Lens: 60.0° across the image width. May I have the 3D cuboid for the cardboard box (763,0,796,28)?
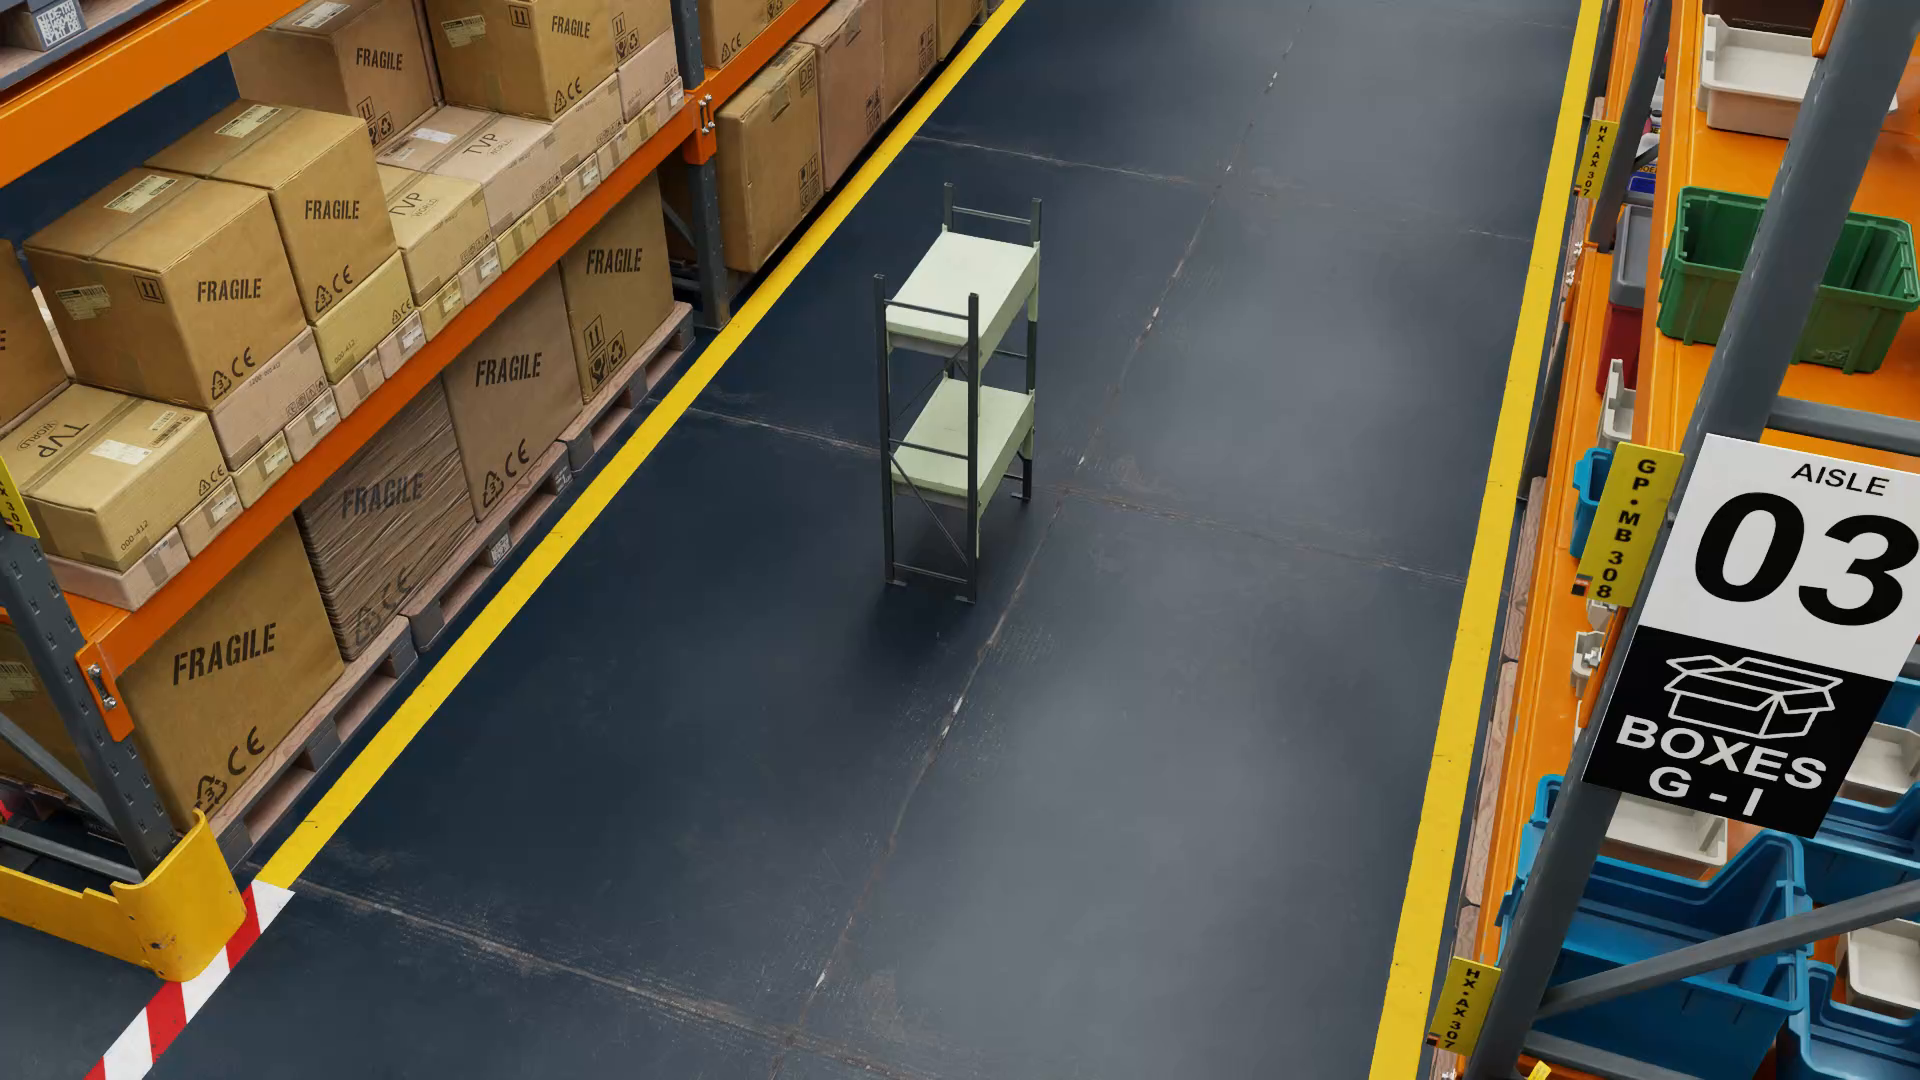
[{"bbox_3d":[-1.107,-2.916,8.280,0.500,0.500,0.500,13,42,15],"label":"cardboard box"}]

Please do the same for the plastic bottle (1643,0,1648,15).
[{"bbox_3d":[3.462,-2.755,8.258,0.061,0.283,0.133,13,42,15],"label":"plastic bottle"}]

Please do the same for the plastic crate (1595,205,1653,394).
[{"bbox_3d":[2.443,-0.805,5.787,0.402,0.464,0.583,13,42,15],"label":"plastic crate"}]

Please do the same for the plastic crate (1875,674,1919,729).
[{"bbox_3d":[2.460,0.353,4.608,0.416,0.233,0.300,13,42,15],"label":"plastic crate"}]

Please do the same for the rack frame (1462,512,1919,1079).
[{"bbox_3d":[1.616,1.193,3.541,1.000,3.000,0.127,13,42,15],"label":"rack frame"}]

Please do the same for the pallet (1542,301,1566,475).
[{"bbox_3d":[3.287,-0.647,7.846,1.003,0.211,1.213,13,42,15],"label":"pallet"}]

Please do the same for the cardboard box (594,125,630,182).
[{"bbox_3d":[-1.643,-1.678,7.100,0.380,0.149,0.250,13,42,14],"label":"cardboard box"}]

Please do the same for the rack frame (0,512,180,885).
[{"bbox_3d":[-3.038,0.094,4.829,1.000,3.000,0.127,13,42,15],"label":"rack frame"}]

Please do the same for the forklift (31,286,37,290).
[{"bbox_3d":[-4.805,-1.248,6.455,1.130,2.935,3.031,13,42,14],"label":"forklift"}]

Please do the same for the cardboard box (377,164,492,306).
[{"bbox_3d":[-2.100,-1.139,6.160,0.500,0.250,0.500,12,42,14],"label":"cardboard box"}]

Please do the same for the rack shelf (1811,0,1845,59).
[{"bbox_3d":[2.300,-1.883,3.387,1.077,0.370,4.000,13,42,15],"label":"rack shelf"}]

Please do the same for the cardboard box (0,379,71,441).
[{"bbox_3d":[-3.122,-0.317,5.197,0.500,0.250,0.500,13,42,14],"label":"cardboard box"}]

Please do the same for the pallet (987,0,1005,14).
[{"bbox_3d":[-0.034,-4.201,12.012,1.003,0.211,1.213,13,42,15],"label":"pallet"}]

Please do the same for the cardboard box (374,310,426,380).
[{"bbox_3d":[-2.170,-0.739,5.999,0.380,0.149,0.250,13,42,15],"label":"cardboard box"}]

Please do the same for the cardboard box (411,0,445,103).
[{"bbox_3d":[-2.250,-2.154,6.772,0.500,0.500,0.500,13,42,15],"label":"cardboard box"}]

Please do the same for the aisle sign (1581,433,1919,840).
[{"bbox_3d":[1.316,0.183,2.722,0.394,0.787,0.004,13,42,15],"label":"aisle sign"}]

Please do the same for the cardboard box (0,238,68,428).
[{"bbox_3d":[-3.119,-0.603,4.955,0.500,0.500,0.500,14,42,16],"label":"cardboard box"}]

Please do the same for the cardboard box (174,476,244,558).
[{"bbox_3d":[-2.521,-0.111,5.263,0.380,0.149,0.250,13,42,14],"label":"cardboard box"}]

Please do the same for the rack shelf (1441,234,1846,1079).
[{"bbox_3d":[2.300,0.247,5.204,1.077,0.370,4.000,13,42,15],"label":"rack shelf"}]

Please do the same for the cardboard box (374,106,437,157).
[{"bbox_3d":[-2.424,-1.554,6.647,0.500,0.250,0.500,14,43,16],"label":"cardboard box"}]

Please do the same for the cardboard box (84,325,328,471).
[{"bbox_3d":[-2.449,-0.514,5.428,0.500,0.250,0.500,13,42,15],"label":"cardboard box"}]

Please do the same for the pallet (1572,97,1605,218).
[{"bbox_3d":[4.121,-2.136,9.591,1.003,0.211,1.213,13,42,15],"label":"pallet"}]

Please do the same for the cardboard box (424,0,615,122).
[{"bbox_3d":[-1.752,-2.043,6.642,0.500,0.500,0.500,14,42,16],"label":"cardboard box"}]

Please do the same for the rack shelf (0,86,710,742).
[{"bbox_3d":[-2.355,-0.853,6.493,1.077,0.370,4.000,13,42,15],"label":"rack shelf"}]

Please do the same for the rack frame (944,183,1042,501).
[{"bbox_3d":[0.127,-0.798,7.030,0.400,1.500,0.023,13,42,15],"label":"rack frame"}]

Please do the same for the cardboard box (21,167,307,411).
[{"bbox_3d":[-2.450,-0.786,5.168,0.500,0.500,0.500,12,42,14],"label":"cardboard box"}]

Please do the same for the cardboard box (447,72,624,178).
[{"bbox_3d":[-1.750,-1.759,6.887,0.500,0.250,0.500,15,43,16],"label":"cardboard box"}]

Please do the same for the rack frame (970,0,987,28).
[{"bbox_3d":[-0.303,-4.786,10.548,1.000,3.000,0.127,13,42,15],"label":"rack frame"}]

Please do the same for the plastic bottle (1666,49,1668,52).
[{"bbox_3d":[3.112,-2.042,7.428,0.152,0.276,0.135,13,42,15],"label":"plastic bottle"}]

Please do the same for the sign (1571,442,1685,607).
[{"bbox_3d":[1.093,-0.021,2.733,0.100,0.325,0.005,13,42,15],"label":"sign"}]

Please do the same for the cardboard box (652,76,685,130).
[{"bbox_3d":[-1.467,-1.992,7.467,0.380,0.149,0.250,14,42,15],"label":"cardboard box"}]

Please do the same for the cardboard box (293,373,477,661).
[{"bbox_3d":[-2.584,-0.221,6.512,0.875,0.875,0.875,13,42,15],"label":"cardboard box"}]

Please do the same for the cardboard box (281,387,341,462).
[{"bbox_3d":[-2.345,-0.427,5.632,0.380,0.149,0.250,13,42,14],"label":"cardboard box"}]

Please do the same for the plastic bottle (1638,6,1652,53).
[{"bbox_3d":[3.274,-2.420,7.865,0.061,0.283,0.133,13,42,15],"label":"plastic bottle"}]

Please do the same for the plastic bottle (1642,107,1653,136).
[{"bbox_3d":[2.851,-1.666,6.981,0.061,0.283,0.133,13,42,15],"label":"plastic bottle"}]

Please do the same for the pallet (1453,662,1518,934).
[{"bbox_3d":[2.353,1.018,5.895,1.003,0.211,1.213,13,42,15],"label":"pallet"}]

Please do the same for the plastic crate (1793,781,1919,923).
[{"bbox_3d":[2.235,0.755,4.137,0.416,0.233,0.300,13,42,15],"label":"plastic crate"}]

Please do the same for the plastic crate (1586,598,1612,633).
[{"bbox_3d":[1.993,0.199,4.862,0.298,0.136,0.250,13,42,15],"label":"plastic crate"}]

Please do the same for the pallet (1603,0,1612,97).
[{"bbox_3d":[4.653,-3.090,10.709,1.003,0.211,1.213,13,42,15],"label":"pallet"}]

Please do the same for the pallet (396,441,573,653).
[{"bbox_3d":[-2.420,-0.092,7.196,1.003,0.211,1.213,13,42,15],"label":"pallet"}]

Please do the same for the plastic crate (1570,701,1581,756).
[{"bbox_3d":[1.837,0.559,4.440,0.396,0.136,0.243,13,42,15],"label":"plastic crate"}]

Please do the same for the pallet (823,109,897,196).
[{"bbox_3d":[-1.062,-2.519,10.040,1.003,0.211,1.213,13,42,15],"label":"pallet"}]

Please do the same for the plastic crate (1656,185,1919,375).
[{"bbox_3d":[1.685,-0.533,3.415,0.450,0.188,0.336,13,42,15],"label":"plastic crate"}]

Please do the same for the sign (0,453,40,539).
[{"bbox_3d":[-2.519,-0.139,4.374,0.100,0.325,0.005,13,42,15],"label":"sign"}]

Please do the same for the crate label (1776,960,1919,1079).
[{"bbox_3d":[2.010,1.156,3.667,0.416,0.233,0.303,13,42,15],"label":"crate label"}]

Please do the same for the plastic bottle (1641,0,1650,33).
[{"bbox_3d":[3.426,-2.601,8.084,0.152,0.276,0.135,13,42,15],"label":"plastic bottle"}]

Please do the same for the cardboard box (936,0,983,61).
[{"bbox_3d":[-0.558,-3.721,10.614,1.225,0.875,0.875,11,42,13],"label":"cardboard box"}]

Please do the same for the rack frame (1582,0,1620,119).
[{"bbox_3d":[4.352,-3.687,9.260,1.000,3.000,0.127,13,42,15],"label":"rack frame"}]

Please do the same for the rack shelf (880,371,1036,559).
[{"bbox_3d":[0.002,-0.327,6.980,0.431,0.370,0.720,13,42,15],"label":"rack shelf"}]

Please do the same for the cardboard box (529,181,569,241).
[{"bbox_3d":[-1.819,-1.364,6.731,0.380,0.149,0.250,14,42,16],"label":"cardboard box"}]

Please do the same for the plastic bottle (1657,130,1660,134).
[{"bbox_3d":[2.931,-1.628,7.000,0.097,0.201,0.097,0,40,0],"label":"plastic bottle"}]

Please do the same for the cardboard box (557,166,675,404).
[{"bbox_3d":[-1.971,-1.313,7.791,0.875,0.875,0.875,13,42,15],"label":"cardboard box"}]

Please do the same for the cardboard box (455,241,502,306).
[{"bbox_3d":[-1.994,-1.053,6.367,0.380,0.149,0.250,14,42,16],"label":"cardboard box"}]

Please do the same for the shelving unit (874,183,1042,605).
[{"bbox_3d":[0.002,-0.575,6.768,0.431,1.500,0.755,13,42,15],"label":"shelving unit"}]

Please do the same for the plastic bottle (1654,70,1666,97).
[{"bbox_3d":[2.991,-1.861,7.159,0.144,0.351,0.185,13,42,15],"label":"plastic bottle"}]

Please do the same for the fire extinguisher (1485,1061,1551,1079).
[{"bbox_3d":[1.137,1.355,3.697,0.296,0.674,0.183,13,42,15],"label":"fire extinguisher"}]

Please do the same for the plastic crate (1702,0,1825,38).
[{"bbox_3d":[2.301,-1.641,4.653,0.497,0.269,0.590,13,42,15],"label":"plastic crate"}]

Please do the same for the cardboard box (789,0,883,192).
[{"bbox_3d":[-1.166,-2.638,9.344,1.225,0.875,0.875,12,42,14],"label":"cardboard box"}]
